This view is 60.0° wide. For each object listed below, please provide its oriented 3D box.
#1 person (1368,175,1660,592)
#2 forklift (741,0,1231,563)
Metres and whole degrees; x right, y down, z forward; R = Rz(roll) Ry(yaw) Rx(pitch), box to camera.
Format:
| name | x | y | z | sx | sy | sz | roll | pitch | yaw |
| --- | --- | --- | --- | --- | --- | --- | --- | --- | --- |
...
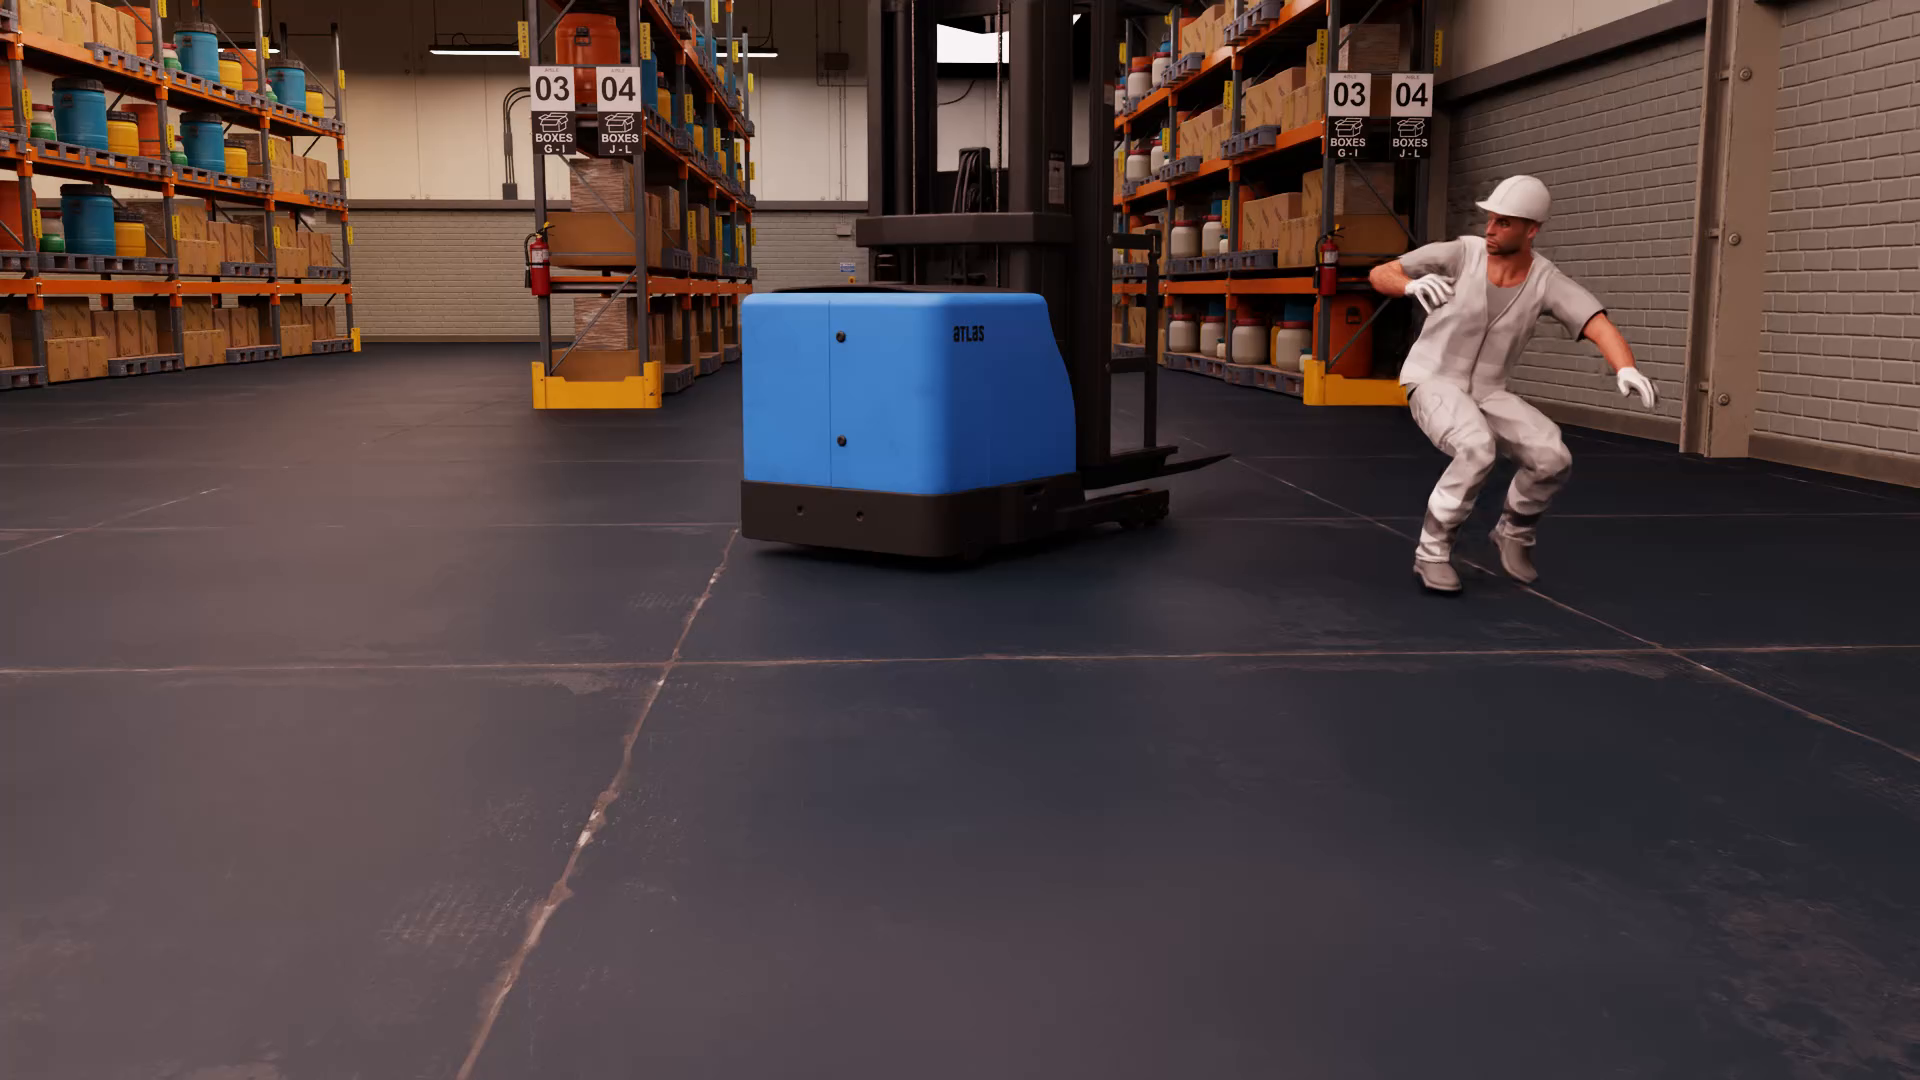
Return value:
| name | x | y | z | sx | sy | sz | roll | pitch | yaw |
| --- | --- | --- | --- | --- | --- | --- | --- | --- | --- |
| person | 1.923 | -0.545 | 5.961 | 0.804 | 1.497 | 0.936 | -1 | 9 | -9 |
| forklift | 0.330 | -1.534 | 7.659 | 1.130 | 2.935 | 3.031 | 6 | 10 | 34 |
